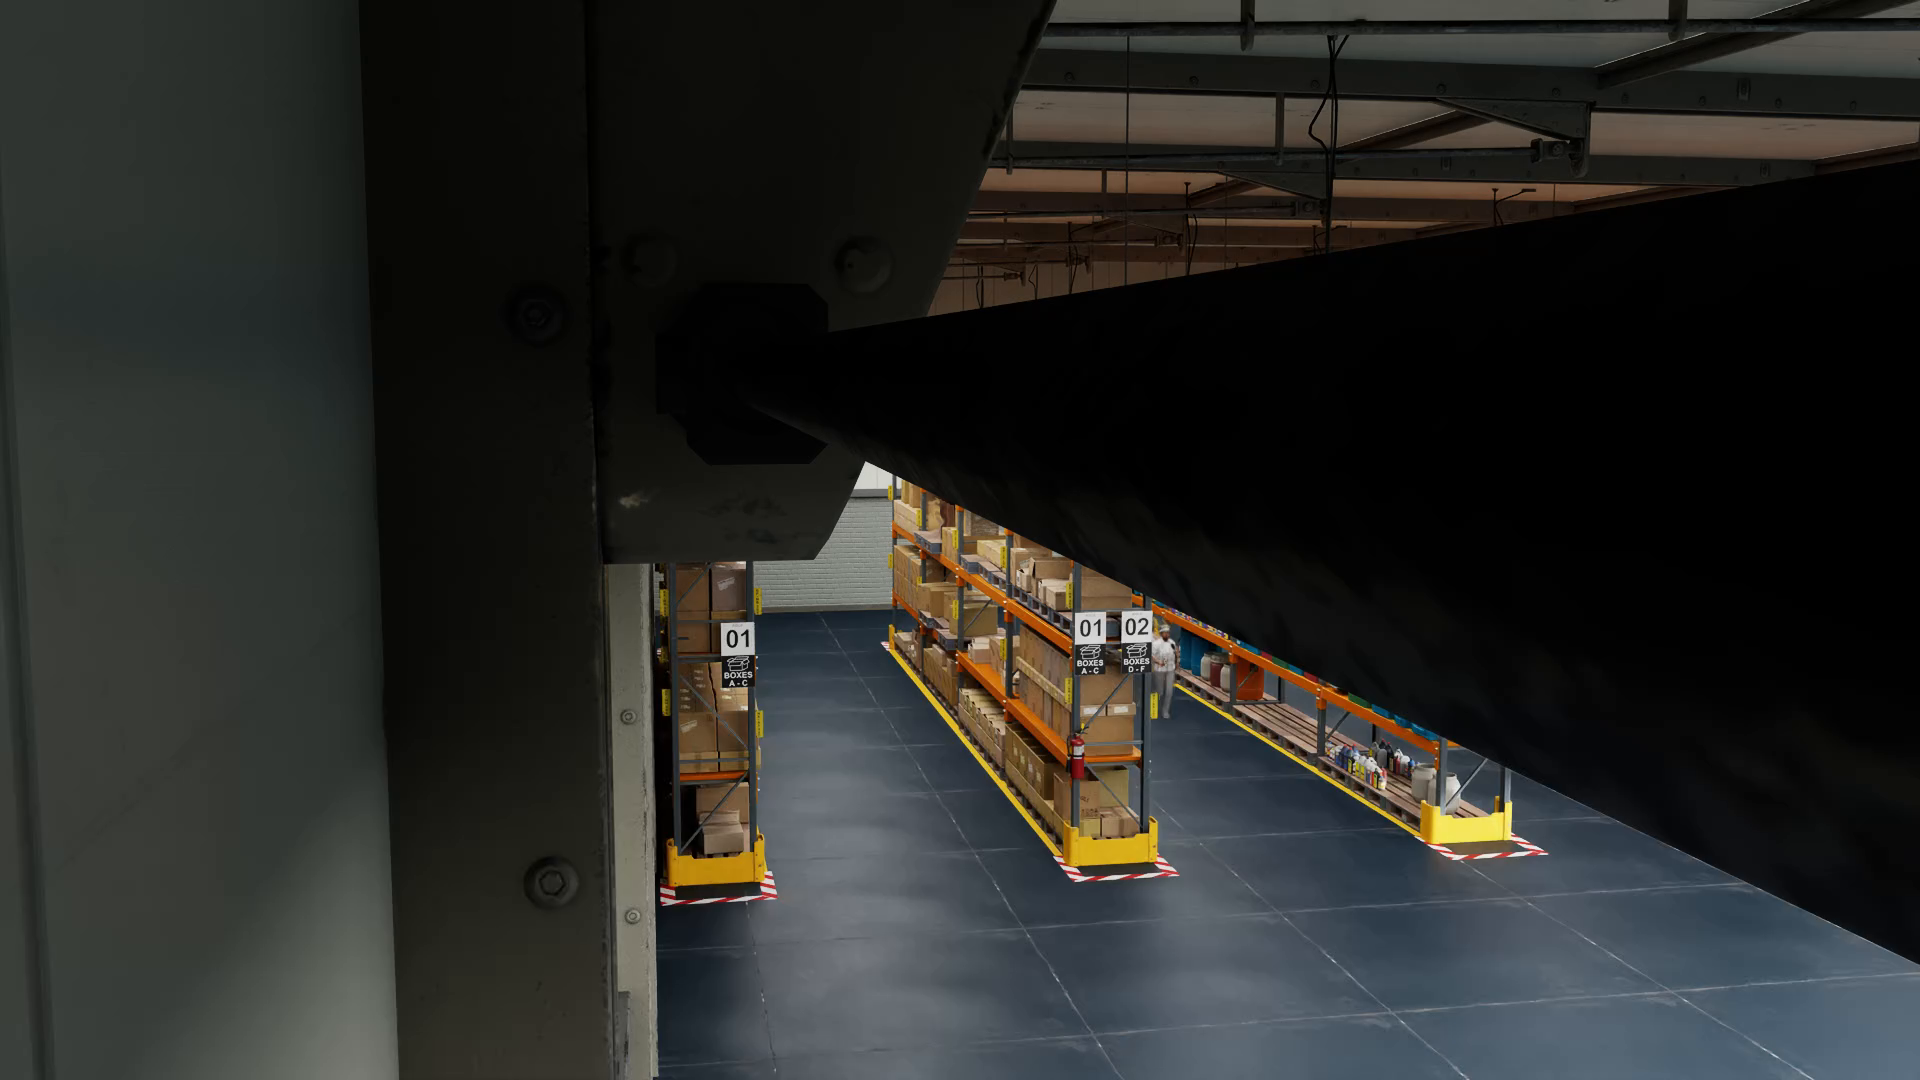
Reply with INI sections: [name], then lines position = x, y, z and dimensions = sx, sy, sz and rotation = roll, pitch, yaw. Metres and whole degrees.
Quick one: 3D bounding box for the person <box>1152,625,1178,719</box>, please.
[person]
position = 3.622, 2.312, 29.554
dimensions = 0.584, 1.659, 0.694
rotation = -2, 6, -14
